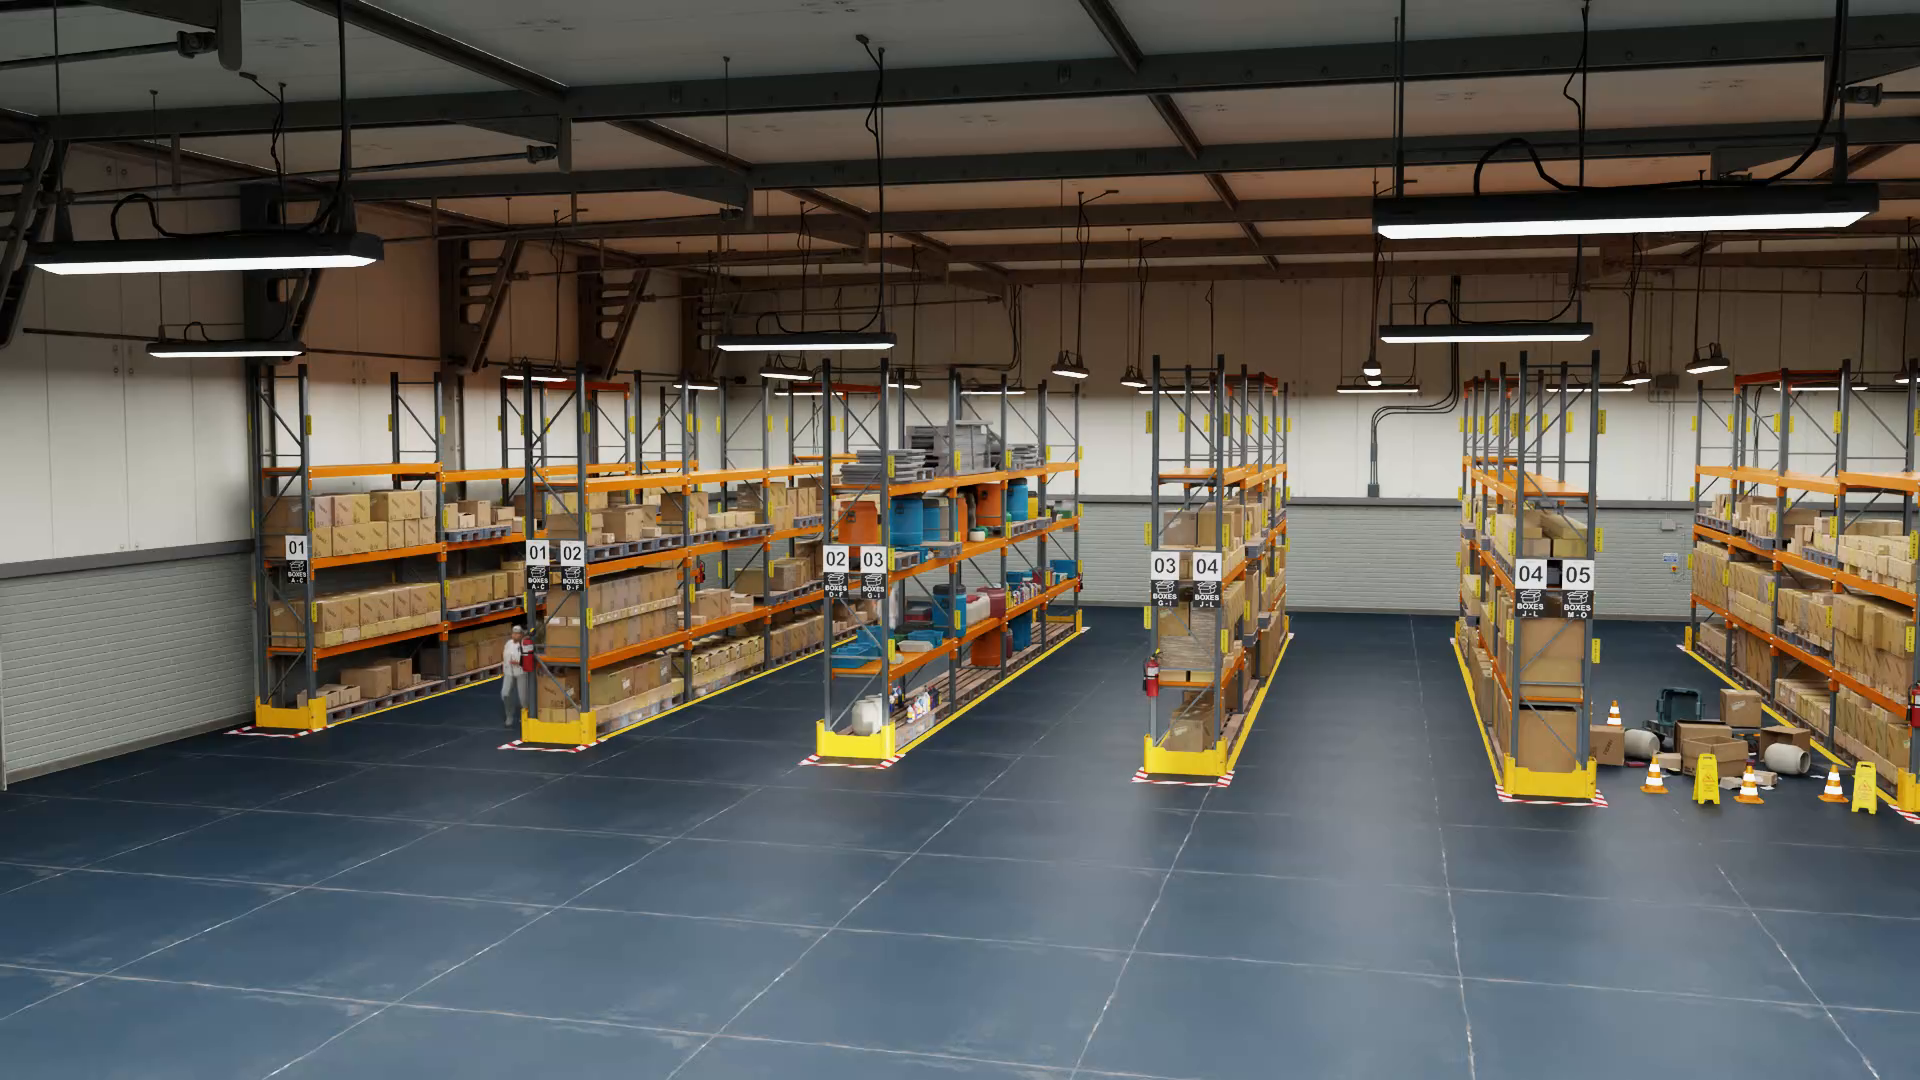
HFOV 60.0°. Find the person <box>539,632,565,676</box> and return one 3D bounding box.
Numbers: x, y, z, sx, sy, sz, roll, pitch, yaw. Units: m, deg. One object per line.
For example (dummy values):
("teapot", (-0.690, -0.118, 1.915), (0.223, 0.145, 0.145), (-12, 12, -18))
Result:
("person", (-7.262, 2.096, 29.793), (0.720, 1.678, 0.547), (2, 4, 24))

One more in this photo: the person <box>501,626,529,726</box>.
("person", (-7.399, 2.270, 27.728), (0.580, 1.686, 0.687), (0, 4, 5))

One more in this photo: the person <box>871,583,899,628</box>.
("person", (-1.457, 1.575, 32.906), (0.648, 1.813, 0.638), (1, 4, 12))
